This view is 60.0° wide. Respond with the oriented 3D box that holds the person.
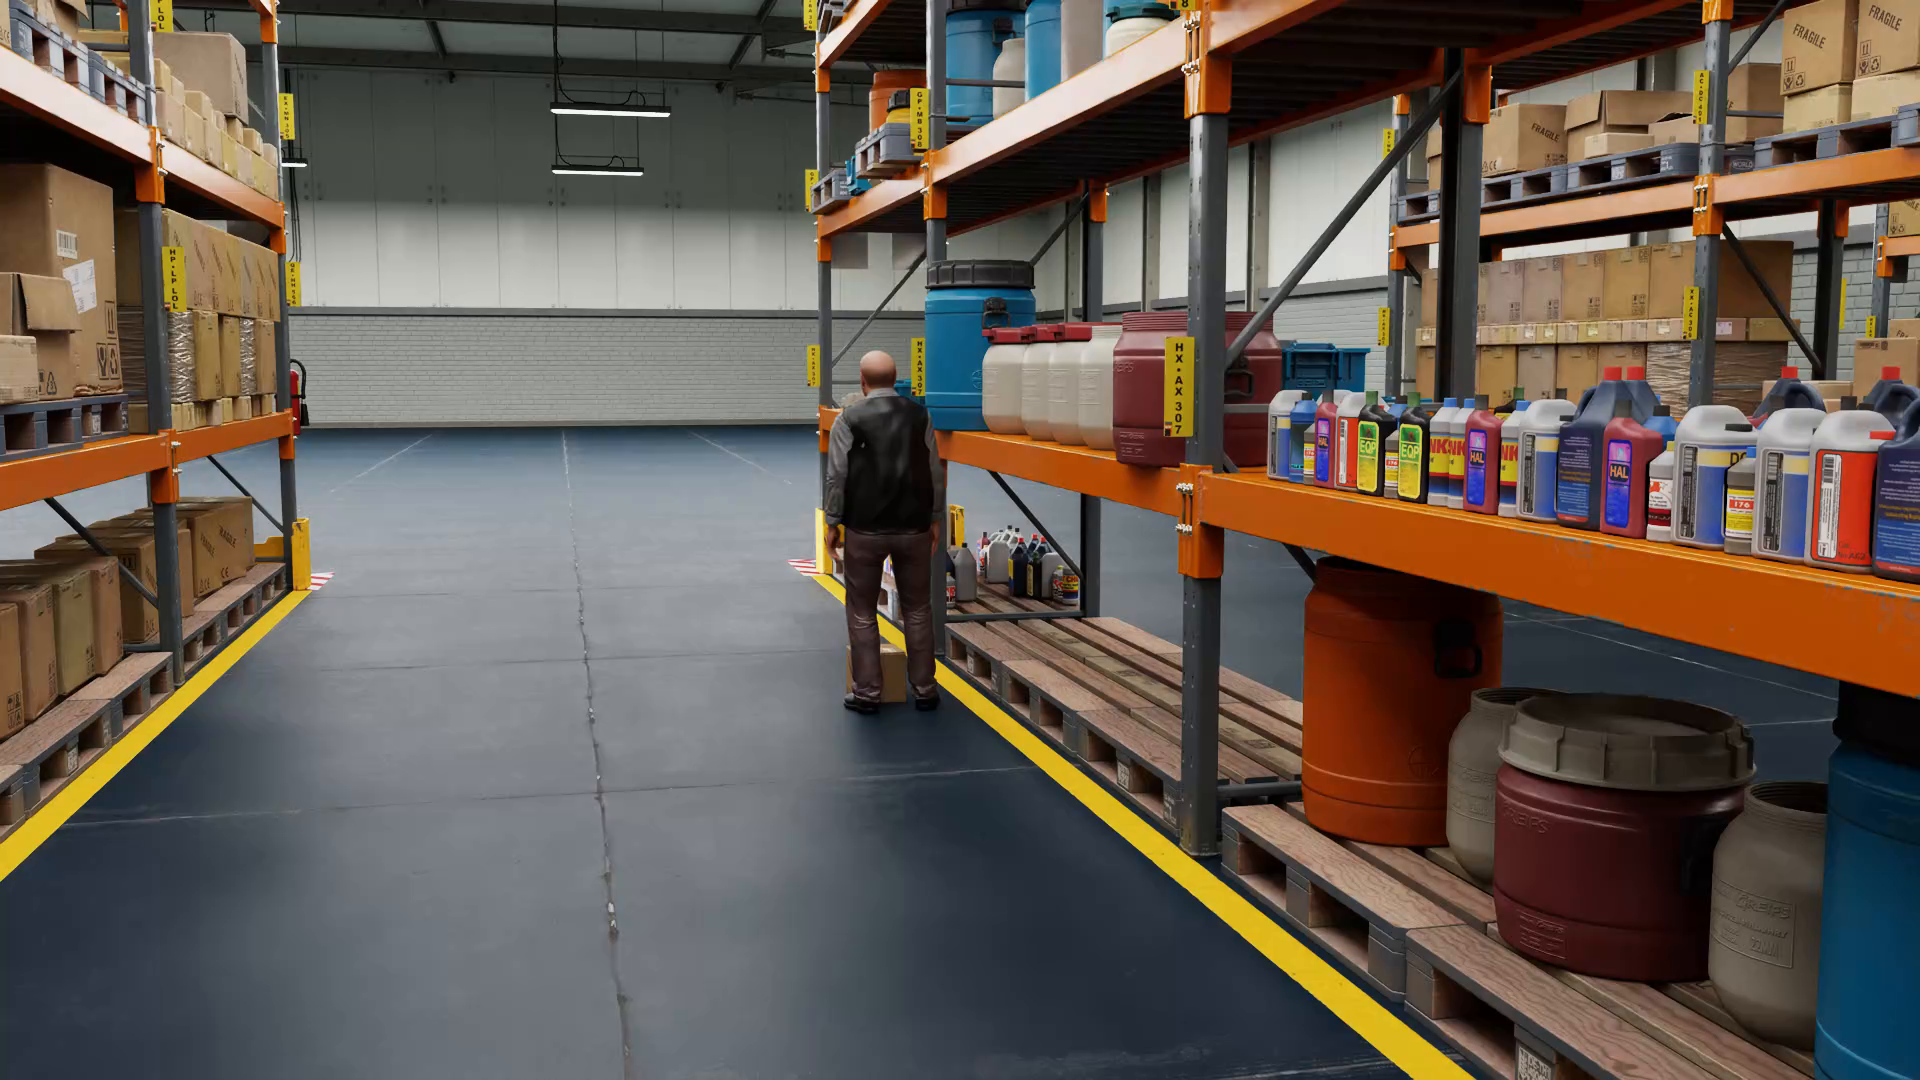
[{"bbox_3d":[-0.351,-0.038,7.916,0.594,1.721,0.415,-2,6,-17],"label":"person"}]
